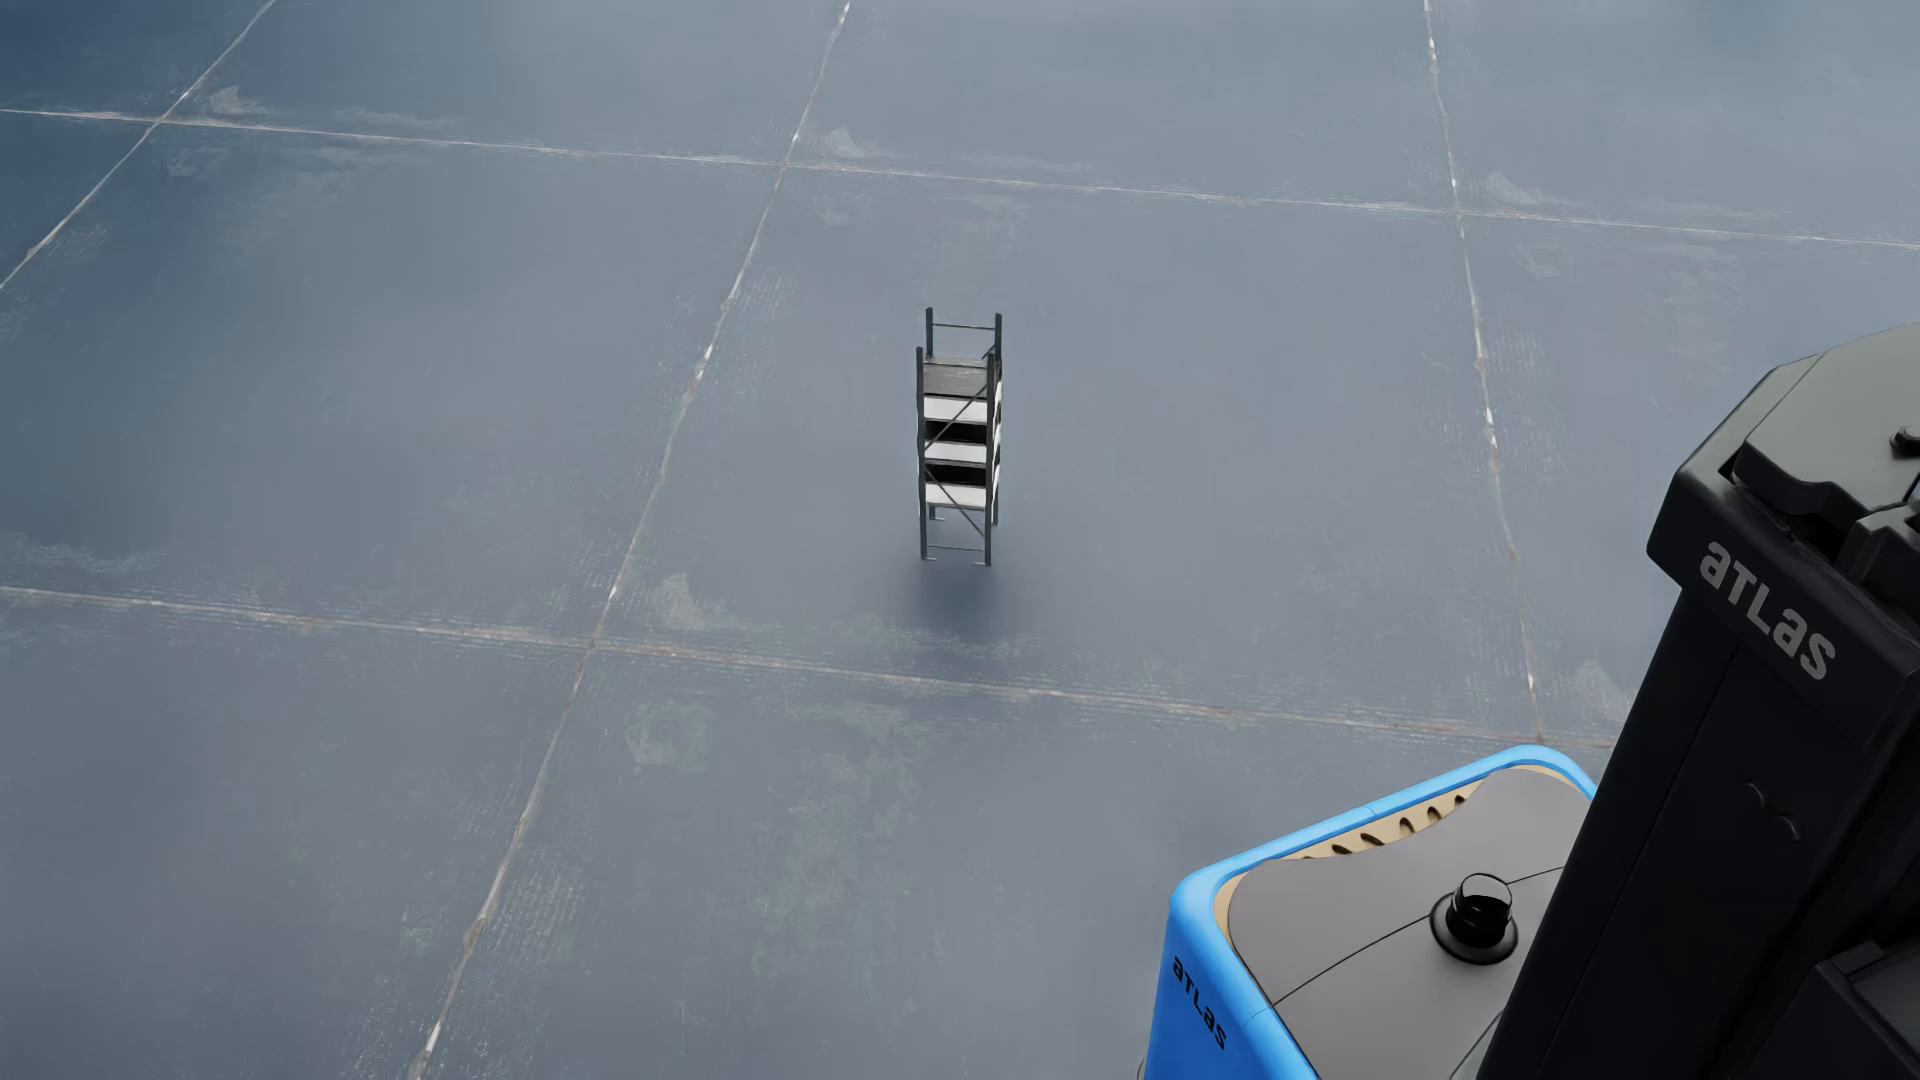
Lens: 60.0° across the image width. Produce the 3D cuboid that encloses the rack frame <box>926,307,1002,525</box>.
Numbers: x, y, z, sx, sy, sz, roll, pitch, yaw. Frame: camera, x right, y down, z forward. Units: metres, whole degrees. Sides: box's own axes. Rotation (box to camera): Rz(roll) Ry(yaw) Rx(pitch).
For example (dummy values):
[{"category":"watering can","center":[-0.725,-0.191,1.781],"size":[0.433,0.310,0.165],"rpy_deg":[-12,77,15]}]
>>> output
[{"category":"rack frame","center":[0.012,-0.391,5.508],"size":[0.240,0.900,0.006],"rpy_deg":[5,44,6]}]

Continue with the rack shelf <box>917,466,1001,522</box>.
[{"category":"rack shelf","center":[-0.001,-0.166,5.581],"size":[0.258,0.077,0.200],"rpy_deg":[5,44,6]}]

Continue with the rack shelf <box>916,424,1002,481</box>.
[{"category":"rack shelf","center":[-0.001,-0.297,5.458],"size":[0.258,0.077,0.200],"rpy_deg":[5,44,6]}]

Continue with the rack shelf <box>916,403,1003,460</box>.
[{"category":"rack shelf","center":[-0.001,-0.362,5.396],"size":[0.258,0.077,0.200],"rpy_deg":[5,44,6]}]

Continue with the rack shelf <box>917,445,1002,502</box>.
[{"category":"rack shelf","center":[-0.001,-0.232,5.520],"size":[0.258,0.077,0.200],"rpy_deg":[5,44,6]}]

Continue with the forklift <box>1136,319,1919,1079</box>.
[{"category":"forklift","center":[1.482,1.215,2.336],"size":[1.130,2.935,3.031],"rpy_deg":[-17,46,-17]}]

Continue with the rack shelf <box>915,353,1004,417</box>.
[{"category":"rack shelf","center":[-0.001,-0.493,5.272],"size":[0.258,0.077,0.200],"rpy_deg":[5,44,6]}]

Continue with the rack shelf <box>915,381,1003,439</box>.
[{"category":"rack shelf","center":[-0.001,-0.428,5.334],"size":[0.258,0.077,0.200],"rpy_deg":[5,44,6]}]

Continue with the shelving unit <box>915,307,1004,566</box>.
[{"category":"shelving unit","center":[-0.001,-0.321,5.435],"size":[0.258,0.900,0.210],"rpy_deg":[5,44,6]}]

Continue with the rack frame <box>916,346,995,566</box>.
[{"category":"rack frame","center":[-0.015,-0.252,5.362],"size":[0.240,0.900,0.006],"rpy_deg":[5,44,6]}]
